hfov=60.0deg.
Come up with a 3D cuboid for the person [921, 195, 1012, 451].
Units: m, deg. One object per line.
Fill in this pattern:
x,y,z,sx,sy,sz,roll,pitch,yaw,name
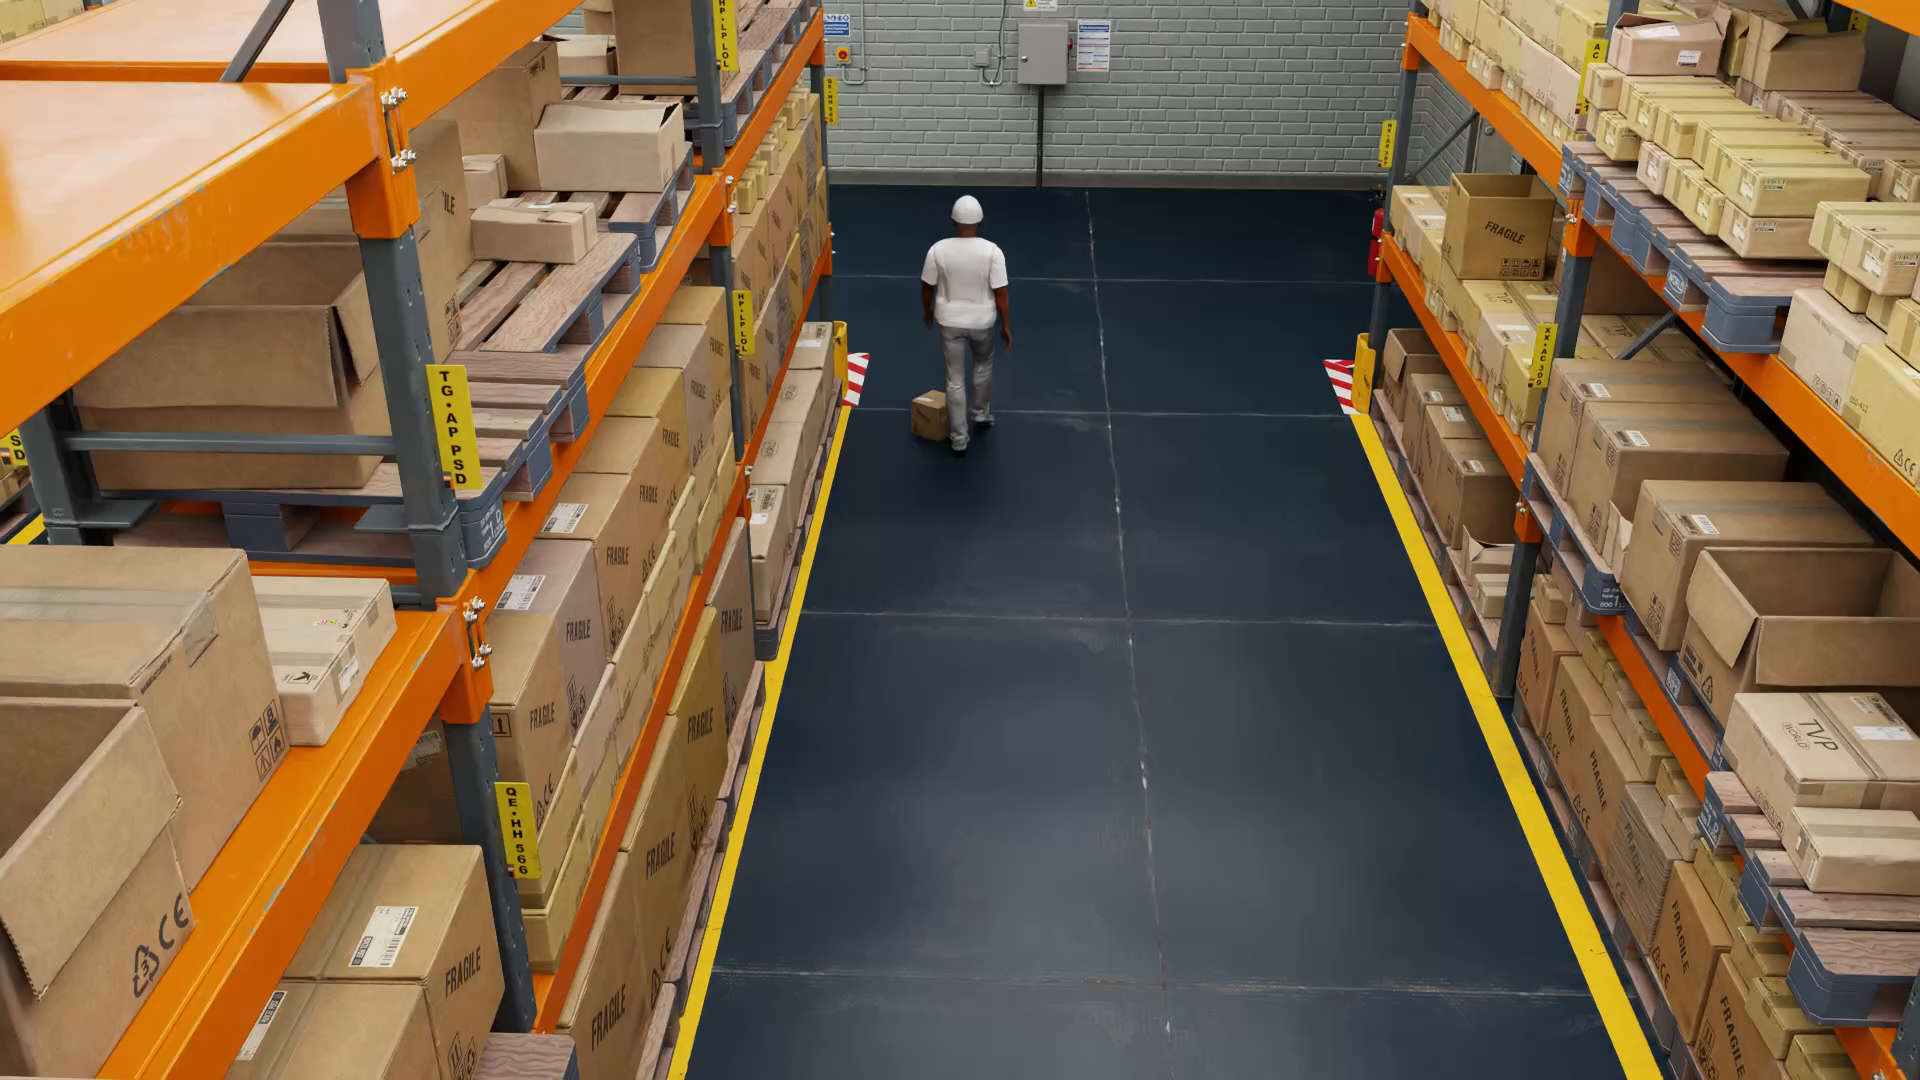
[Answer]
0.045,-1.519,11.485,0.626,1.797,0.755,0,28,0,person
